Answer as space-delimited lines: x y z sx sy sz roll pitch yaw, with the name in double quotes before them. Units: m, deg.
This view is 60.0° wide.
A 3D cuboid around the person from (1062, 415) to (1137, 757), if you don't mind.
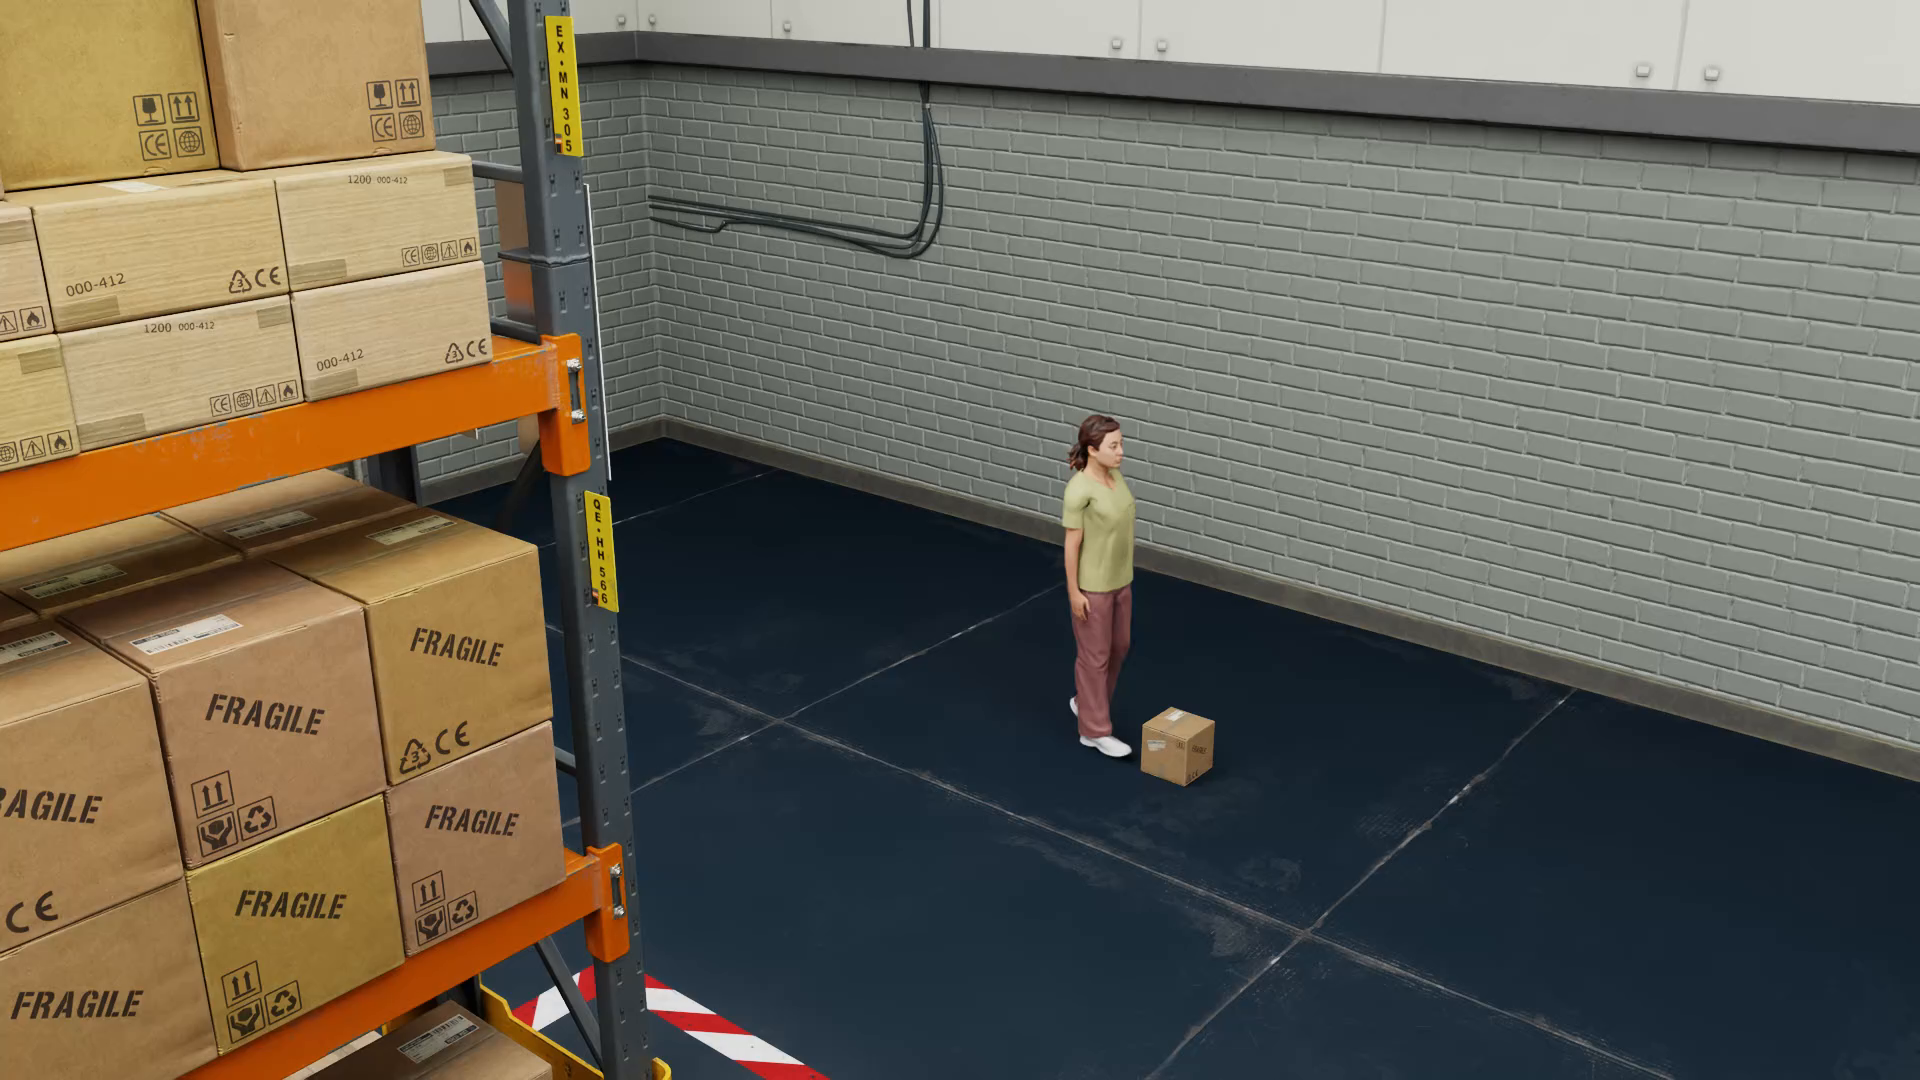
"person" 0.675 0.248 8.007 0.498 1.739 0.451 16 26 37
